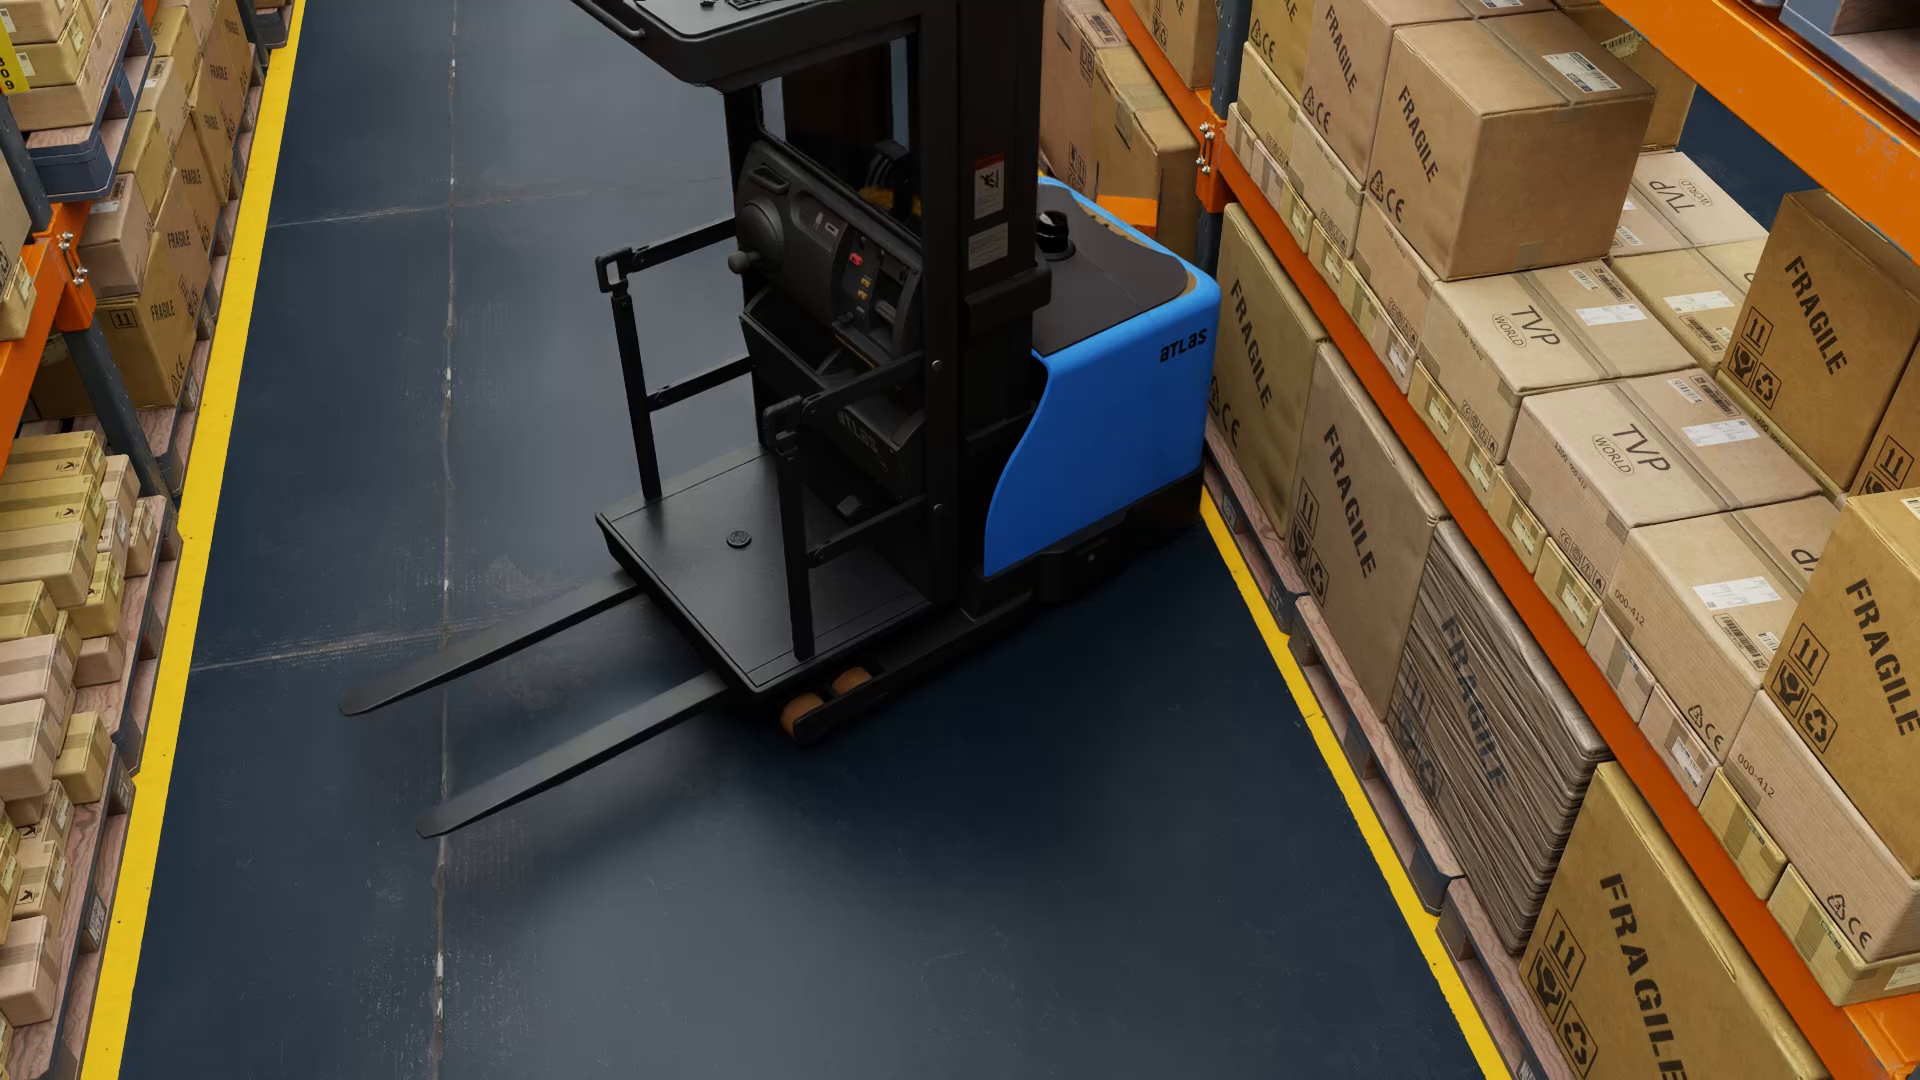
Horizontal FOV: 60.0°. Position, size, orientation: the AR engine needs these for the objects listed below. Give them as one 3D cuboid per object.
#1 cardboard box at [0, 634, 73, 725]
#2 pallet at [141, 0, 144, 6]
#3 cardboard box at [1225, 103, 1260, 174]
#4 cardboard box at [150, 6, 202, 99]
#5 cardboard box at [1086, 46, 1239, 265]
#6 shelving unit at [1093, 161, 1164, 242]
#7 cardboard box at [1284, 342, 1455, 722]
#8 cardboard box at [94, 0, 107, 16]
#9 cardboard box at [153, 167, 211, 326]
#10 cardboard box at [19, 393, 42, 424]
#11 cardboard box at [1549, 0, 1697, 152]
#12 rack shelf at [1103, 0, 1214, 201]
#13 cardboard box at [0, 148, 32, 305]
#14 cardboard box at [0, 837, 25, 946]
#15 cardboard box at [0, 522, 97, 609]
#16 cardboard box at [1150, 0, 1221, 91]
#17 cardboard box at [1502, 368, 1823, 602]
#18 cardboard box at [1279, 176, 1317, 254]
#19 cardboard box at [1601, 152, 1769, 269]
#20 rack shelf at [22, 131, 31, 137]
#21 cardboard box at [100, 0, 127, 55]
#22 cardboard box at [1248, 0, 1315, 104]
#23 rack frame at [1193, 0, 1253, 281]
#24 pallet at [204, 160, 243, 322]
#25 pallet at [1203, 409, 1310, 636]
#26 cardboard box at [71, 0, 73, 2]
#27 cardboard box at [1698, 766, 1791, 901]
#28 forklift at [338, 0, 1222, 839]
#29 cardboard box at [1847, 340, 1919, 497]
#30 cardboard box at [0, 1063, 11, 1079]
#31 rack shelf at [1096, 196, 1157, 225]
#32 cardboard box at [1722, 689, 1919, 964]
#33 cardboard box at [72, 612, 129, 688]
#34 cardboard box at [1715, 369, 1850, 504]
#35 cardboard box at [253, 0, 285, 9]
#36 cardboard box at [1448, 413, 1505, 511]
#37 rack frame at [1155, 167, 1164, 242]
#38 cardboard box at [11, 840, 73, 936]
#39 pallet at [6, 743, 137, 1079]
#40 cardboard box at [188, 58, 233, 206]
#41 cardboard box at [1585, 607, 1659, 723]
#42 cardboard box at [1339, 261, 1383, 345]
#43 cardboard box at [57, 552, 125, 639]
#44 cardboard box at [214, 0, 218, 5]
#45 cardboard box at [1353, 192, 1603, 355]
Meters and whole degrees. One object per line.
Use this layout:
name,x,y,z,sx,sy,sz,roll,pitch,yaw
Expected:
cardboard box,-2.844,0.442,4.876,0.380,0.149,0.250,-10,43,-11
pallet,-3.854,-2.344,6.776,1.003,0.211,1.213,-8,42,-9
cardboard box,1.146,-1.412,5.770,0.380,0.149,0.250,-8,42,-9
cardboard box,-3.703,-2.132,7.394,0.500,0.250,0.500,-7,42,-8
cardboard box,1.250,-1.520,6.987,1.225,0.875,0.875,-8,42,-9
shelving unit,0.615,-0.951,6.522,0.252,1.050,0.215,6,40,4
cardboard box,1.666,-0.085,5.371,0.875,0.875,0.875,-8,42,-9
cardboard box,-3.208,-1.931,5.814,0.380,0.149,0.250,-7,42,-8
cardboard box,-3.474,-1.182,6.889,0.500,0.500,0.500,-7,42,-7
cardboard box,-3.863,-0.766,6.420,0.500,0.500,0.500,-9,42,-10
cardboard box,1.872,-1.496,5.000,0.500,0.500,0.500,-8,42,-9
rack shelf,0.976,-2.773,7.656,1.077,0.370,4.000,-8,42,-9
cardboard box,-3.077,-0.976,4.790,0.500,0.500,0.500,-8,42,-9
cardboard box,-2.679,0.941,4.314,0.380,0.149,0.250,-8,42,-9
cardboard box,-2.972,0.100,5.261,0.380,0.149,0.250,-9,42,-10
cardboard box,1.040,-2.047,6.221,0.500,0.500,0.500,-8,42,-9
cardboard box,1.688,-0.143,4.040,0.500,0.250,0.500,-10,43,-11
cardboard box,1.261,-1.071,5.386,0.380,0.149,0.250,-7,42,-8
cardboard box,1.983,-0.886,4.877,0.500,0.250,0.500,-8,42,-8
rack shelf,-3.889,-2.201,6.864,0.919,0.124,3.809,-8,42,-9
cardboard box,-3.209,-1.826,5.920,0.380,0.149,0.250,-8,42,-9
cardboard box,1.261,-1.734,5.268,0.500,0.500,0.500,-8,42,-9
rack frame,1.407,-1.745,5.957,1.000,3.000,0.127,-8,42,-9
pallet,-3.894,-1.354,7.616,1.003,0.211,1.213,-8,42,-9
pallet,1.495,-0.198,6.314,1.003,0.211,1.213,-8,42,-9
cardboard box,-3.160,-1.887,5.541,0.380,0.149,0.250,-7,42,-8
cardboard box,1.814,0.590,3.516,0.380,0.149,0.250,-8,42,-9
forklift,-0.579,-0.826,4.973,3.031,2.935,1.130,-26,48,-27
cardboard box,2.323,-0.162,3.497,0.500,0.500,0.500,-9,42,-10
cardboard box,-2.549,1.401,4.020,0.380,0.149,0.250,-7,42,-8
rack shelf,0.625,-1.211,6.301,0.229,0.087,0.184,6,40,4
cardboard box,1.907,0.516,3.298,0.500,0.250,0.500,-9,42,-10
cardboard box,-2.946,0.357,5.420,0.380,0.149,0.250,-10,43,-11
cardboard box,2.207,-0.220,4.127,0.500,0.250,0.500,-10,43,-11
cardboard box,-4.365,-3.416,9.217,1.050,0.750,0.750,-9,42,-10
cardboard box,1.543,-0.233,4.442,0.380,0.149,0.250,-8,42,-8
rack frame,0.736,-0.939,6.513,0.008,1.050,0.200,6,40,4
cardboard box,-2.742,1.016,4.678,0.380,0.149,0.250,-8,42,-9
pallet,-3.011,1.165,4.778,1.003,0.211,1.213,-8,42,-9
cardboard box,-3.685,-1.849,7.640,0.500,0.500,0.500,-10,43,-11
cardboard box,1.708,0.264,3.882,0.380,0.149,0.250,-8,42,-9
cardboard box,1.374,-0.735,5.008,0.380,0.149,0.250,-9,42,-10
cardboard box,-2.934,0.201,5.371,0.380,0.149,0.250,-10,43,-11
cardboard box,-3.917,-2.790,8.135,0.500,0.250,0.500,-9,42,-10
cardboard box,1.473,-0.800,4.781,0.500,0.250,0.500,-7,42,-8
